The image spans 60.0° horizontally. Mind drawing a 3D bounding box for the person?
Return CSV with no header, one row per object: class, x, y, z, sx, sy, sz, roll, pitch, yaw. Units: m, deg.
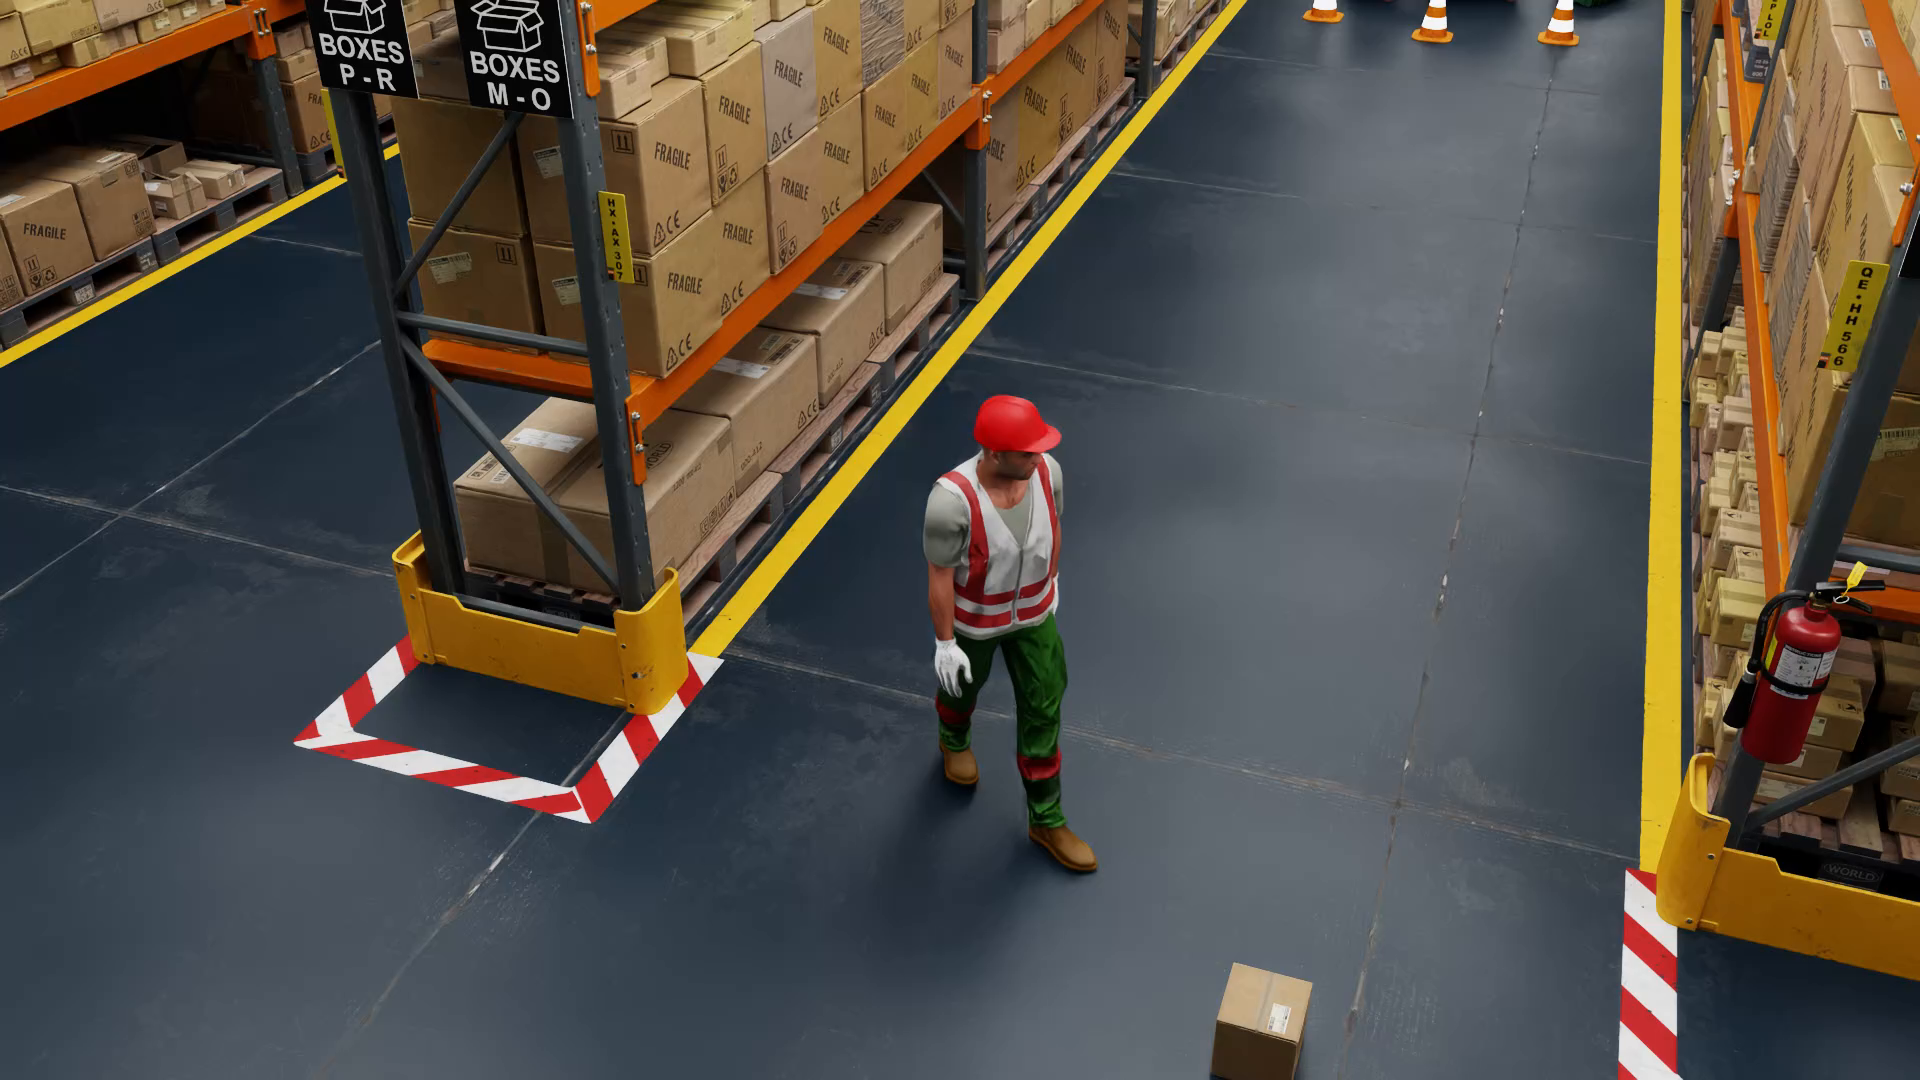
person,0.136,0.271,5.687,0.550,1.765,0.840,-13,35,-19
